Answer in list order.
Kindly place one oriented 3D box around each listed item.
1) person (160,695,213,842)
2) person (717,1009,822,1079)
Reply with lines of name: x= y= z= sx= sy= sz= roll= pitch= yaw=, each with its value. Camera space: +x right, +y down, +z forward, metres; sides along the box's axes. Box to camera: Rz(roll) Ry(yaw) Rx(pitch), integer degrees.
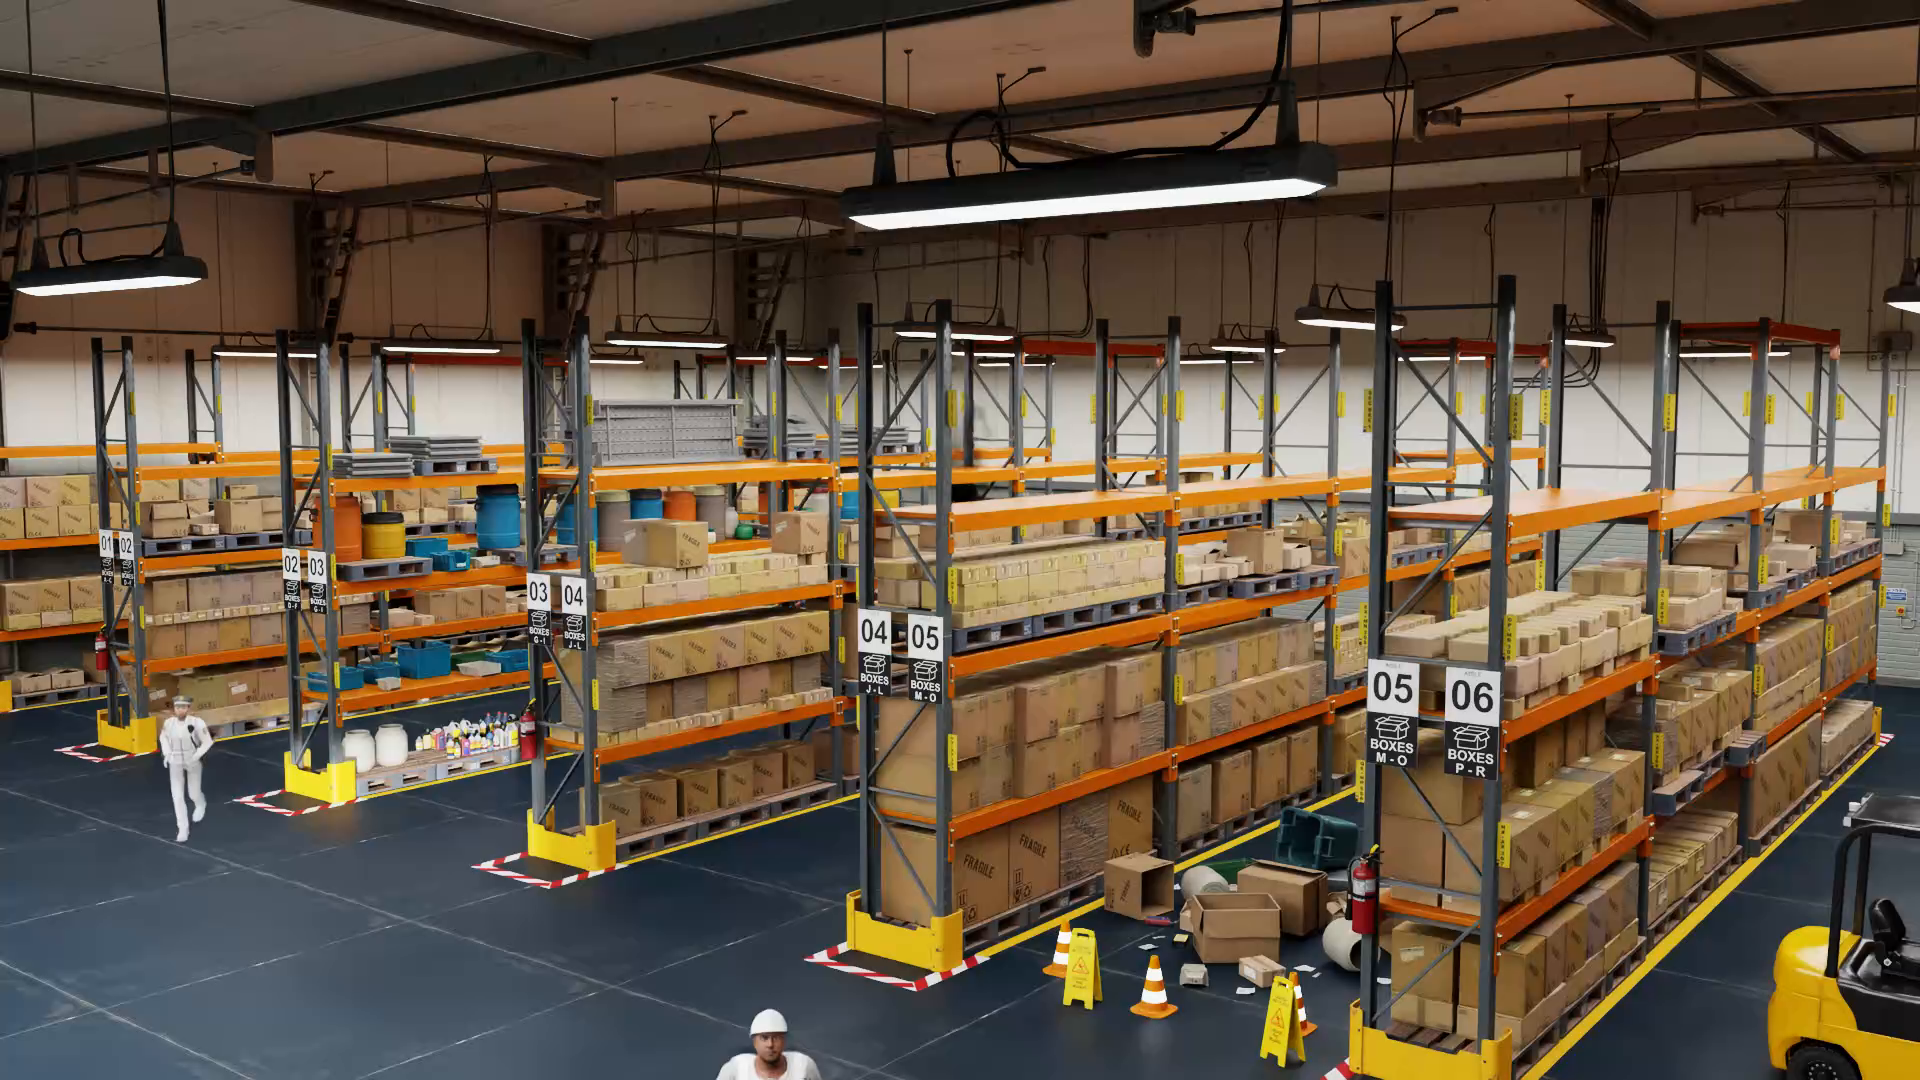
person: x=-9.116 y=2.637 z=19.608 sx=0.598 sy=1.681 sz=0.863 roll=-1 pitch=5 yaw=-15
person: x=-1.072 y=3.482 z=9.369 sx=0.674 sy=1.735 sz=0.624 roll=-1 pitch=5 yaw=-11
